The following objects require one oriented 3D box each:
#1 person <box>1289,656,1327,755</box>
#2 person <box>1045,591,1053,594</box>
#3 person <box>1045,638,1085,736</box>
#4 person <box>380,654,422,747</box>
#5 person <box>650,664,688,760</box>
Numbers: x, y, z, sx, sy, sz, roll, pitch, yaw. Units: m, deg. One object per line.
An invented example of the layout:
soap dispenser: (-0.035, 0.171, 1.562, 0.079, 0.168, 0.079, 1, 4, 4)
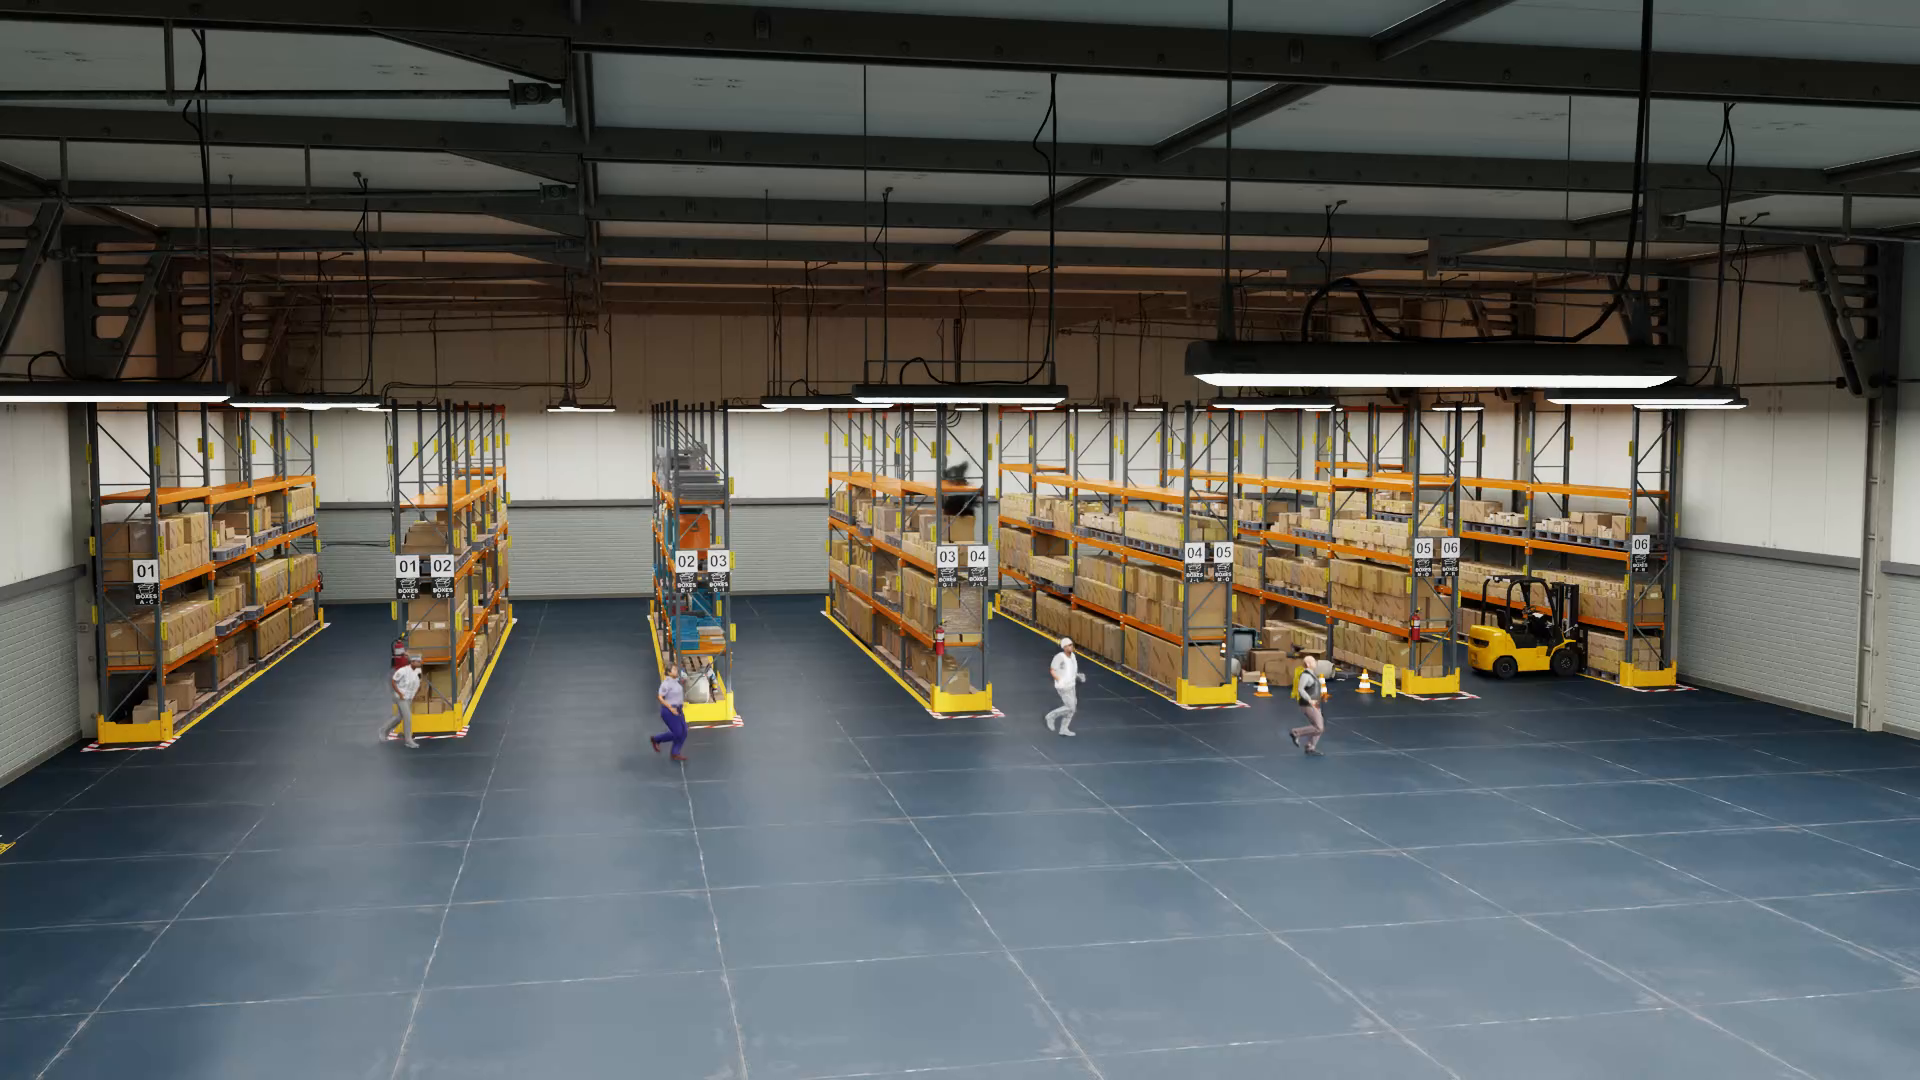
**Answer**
person: (5.860, 2.783, 27.981, 0.586, 1.679, 0.659, 2, 5, 21)
person: (2.723, 1.193, 49.365, 0.691, 1.627, 0.636, 4, 6, 40)
person: (1.893, 2.616, 29.730, 0.638, 1.749, 0.671, 2, 5, 30)
person: (-9.698, 2.762, 28.891, 0.896, 1.626, 0.547, 2, 5, 28)
person: (-4.821, 2.855, 27.588, 0.586, 1.608, 0.613, 1, 4, 10)
